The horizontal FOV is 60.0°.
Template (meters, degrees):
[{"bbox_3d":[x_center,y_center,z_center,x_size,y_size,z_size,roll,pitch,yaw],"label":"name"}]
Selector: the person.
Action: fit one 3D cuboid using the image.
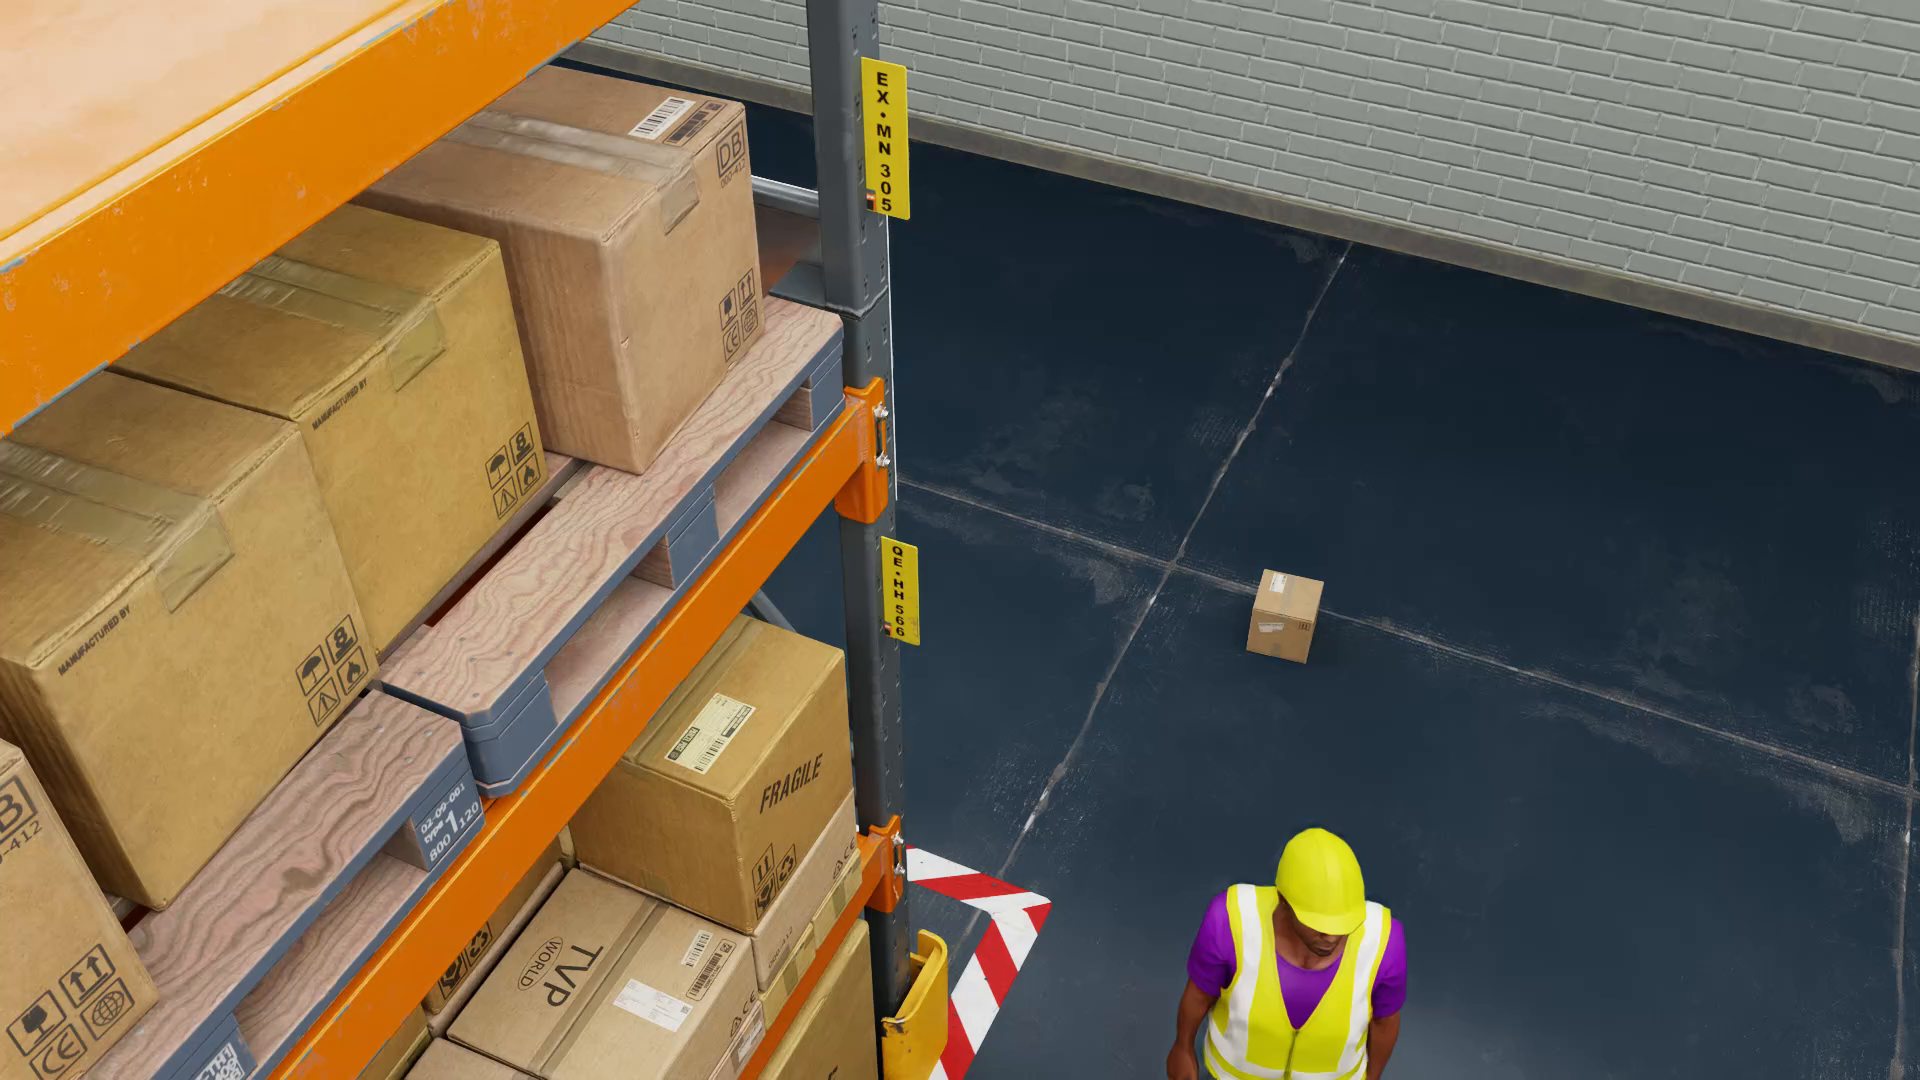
[{"bbox_3d":[0.858,1.428,4.501,0.604,1.759,0.509,5,42,6],"label":"person"}]
